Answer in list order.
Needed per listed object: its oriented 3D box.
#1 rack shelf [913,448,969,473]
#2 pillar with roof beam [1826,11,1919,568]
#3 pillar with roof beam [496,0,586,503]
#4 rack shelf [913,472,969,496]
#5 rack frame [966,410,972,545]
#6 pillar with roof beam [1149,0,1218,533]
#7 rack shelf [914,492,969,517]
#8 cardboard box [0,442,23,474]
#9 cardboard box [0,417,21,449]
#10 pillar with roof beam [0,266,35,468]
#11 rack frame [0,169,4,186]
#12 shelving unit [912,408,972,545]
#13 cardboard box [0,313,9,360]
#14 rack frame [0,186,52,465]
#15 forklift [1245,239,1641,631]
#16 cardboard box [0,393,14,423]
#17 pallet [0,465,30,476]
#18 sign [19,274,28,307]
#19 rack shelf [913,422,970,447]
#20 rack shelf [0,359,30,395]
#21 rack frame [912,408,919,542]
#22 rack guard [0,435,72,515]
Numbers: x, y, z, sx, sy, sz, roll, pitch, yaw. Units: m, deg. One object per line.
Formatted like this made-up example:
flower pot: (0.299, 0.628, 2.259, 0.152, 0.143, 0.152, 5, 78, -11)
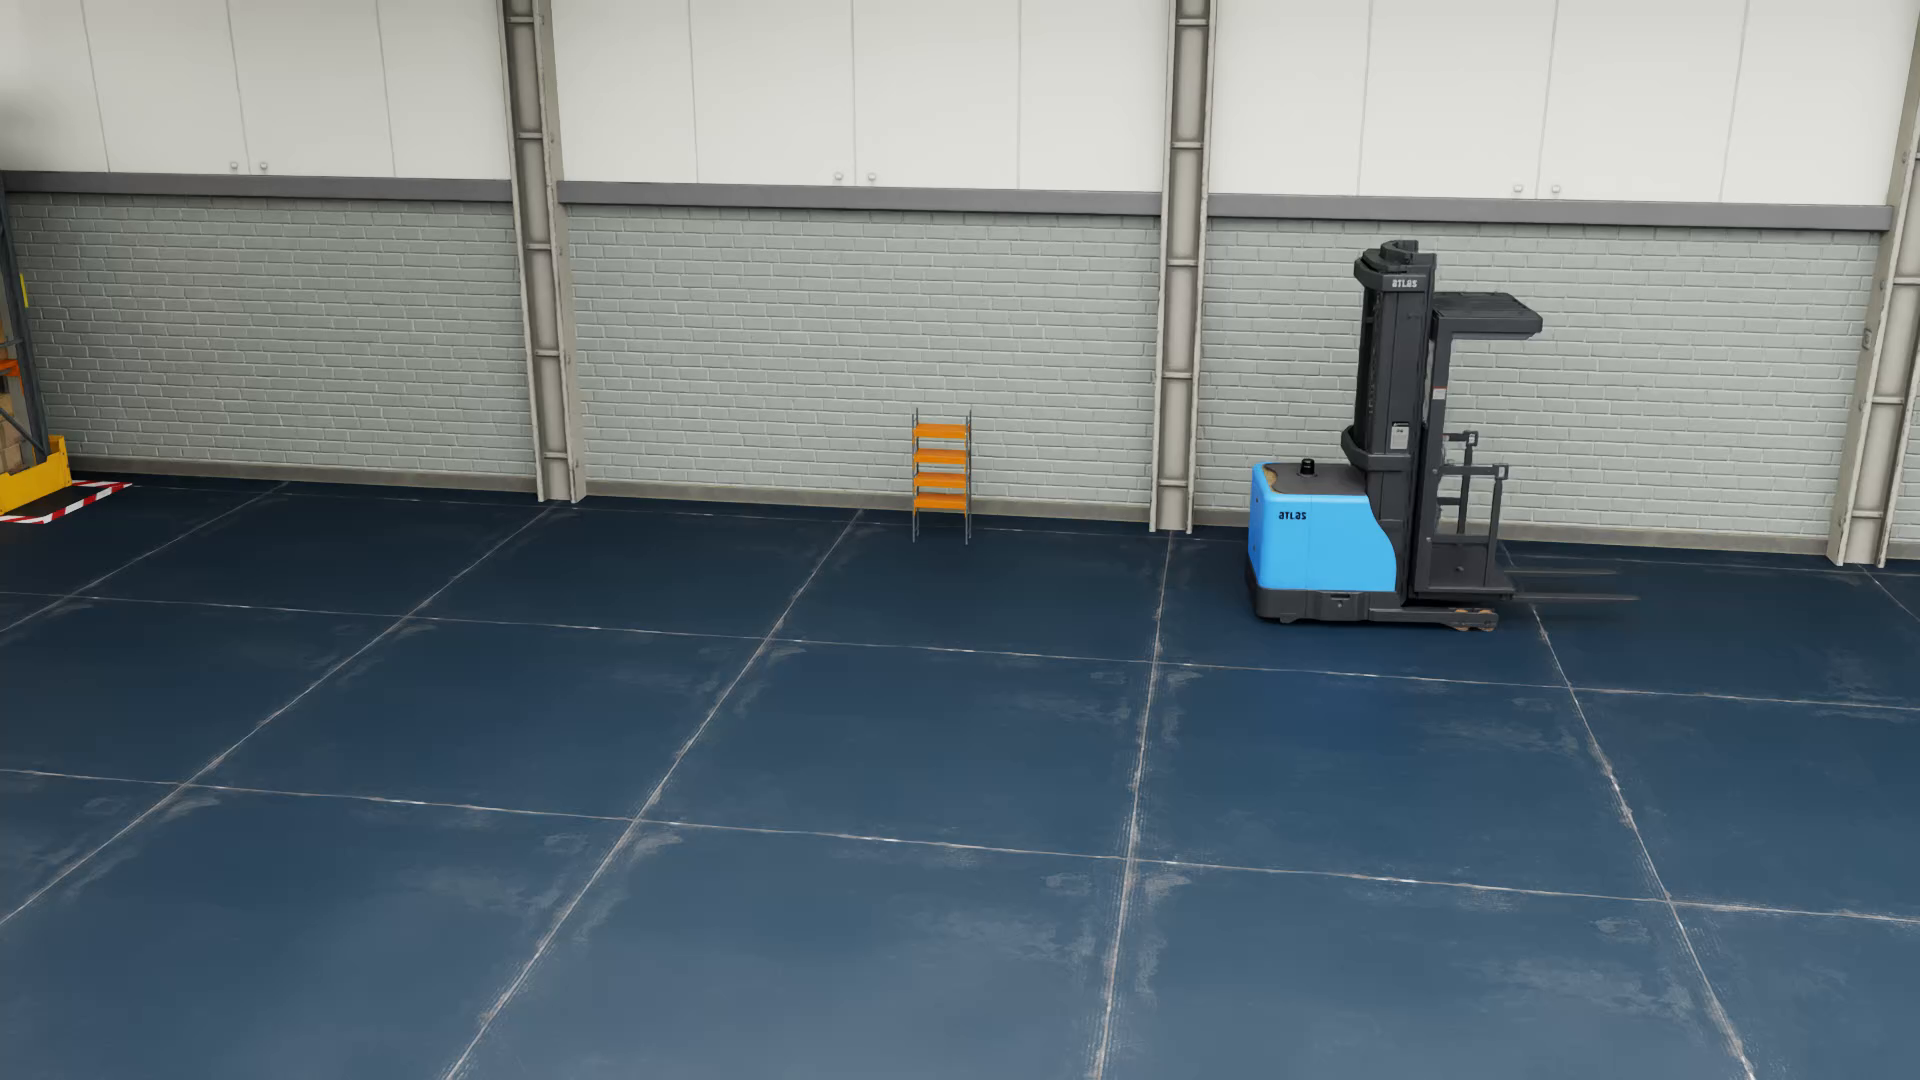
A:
rack shelf: (-0.163, -0.726, 15.035, 0.480, 0.148, 0.258, 3, 19, 9)
pillar with roof beam: (7.224, -2.735, 9.243, 0.400, 9.000, 9.100, 3, 19, 9)
pillar with roof beam: (-4.625, -3.339, 11.048, 0.400, 9.000, 9.100, 3, 19, 9)
rack shelf: (-0.163, -0.514, 15.106, 0.480, 0.148, 0.258, 3, 19, 9)
rack frame: (0.077, -0.565, 15.048, 0.015, 1.200, 0.240, 3, 19, 9)
pillar with roof beam: (1.300, -3.037, 10.145, 0.400, 9.000, 9.100, 3, 19, 9)
rack shelf: (-0.163, -0.325, 15.169, 0.480, 0.148, 0.258, 3, 19, 9)
cardboard box: (-9.775, -0.809, 16.611, 0.500, 0.250, 0.500, 3, 19, 9)
cardboard box: (-9.753, -1.048, 16.540, 0.500, 0.250, 0.500, 3, 19, 10)
pillar with roof beam: (-10.549, -3.641, 11.950, 0.400, 9.000, 9.100, 3, 19, 9)
rack frame: (-9.321, -4.672, 15.033, 0.127, 3.000, 1.000, 3, 19, 9)
shelving unit: (-0.163, -0.577, 15.084, 0.503, 1.200, 0.258, 3, 19, 9)
cardboard box: (-9.766, -1.987, 16.303, 0.500, 0.500, 0.500, 4, 19, 10)
rack frame: (-9.321, -1.827, 15.984, 0.127, 3.000, 1.000, 3, 19, 9)
forklift: (3.897, -0.845, 13.155, 3.031, 2.935, 1.130, 1, 19, 3)
cardboard box: (-9.766, -1.280, 16.445, 0.500, 0.250, 0.500, 3, 19, 8)
pallet: (-10.083, -0.531, 16.503, 1.213, 0.211, 1.003, 3, 19, 9)
sign: (-9.227, -2.449, 16.353, 0.005, 0.325, 0.100, 3, 19, 9)
rack shelf: (-0.163, -0.950, 14.960, 0.480, 0.148, 0.258, 3, 19, 9)
rack shelf: (-11.296, -1.587, 16.399, 4.000, 0.370, 1.077, 3, 19, 9)
rack frame: (-0.404, -0.590, 15.121, 0.015, 1.200, 0.240, 3, 19, 9)
rack guard: (-9.298, -0.641, 16.377, 0.348, 0.500, 1.175, 3, 19, 9)
